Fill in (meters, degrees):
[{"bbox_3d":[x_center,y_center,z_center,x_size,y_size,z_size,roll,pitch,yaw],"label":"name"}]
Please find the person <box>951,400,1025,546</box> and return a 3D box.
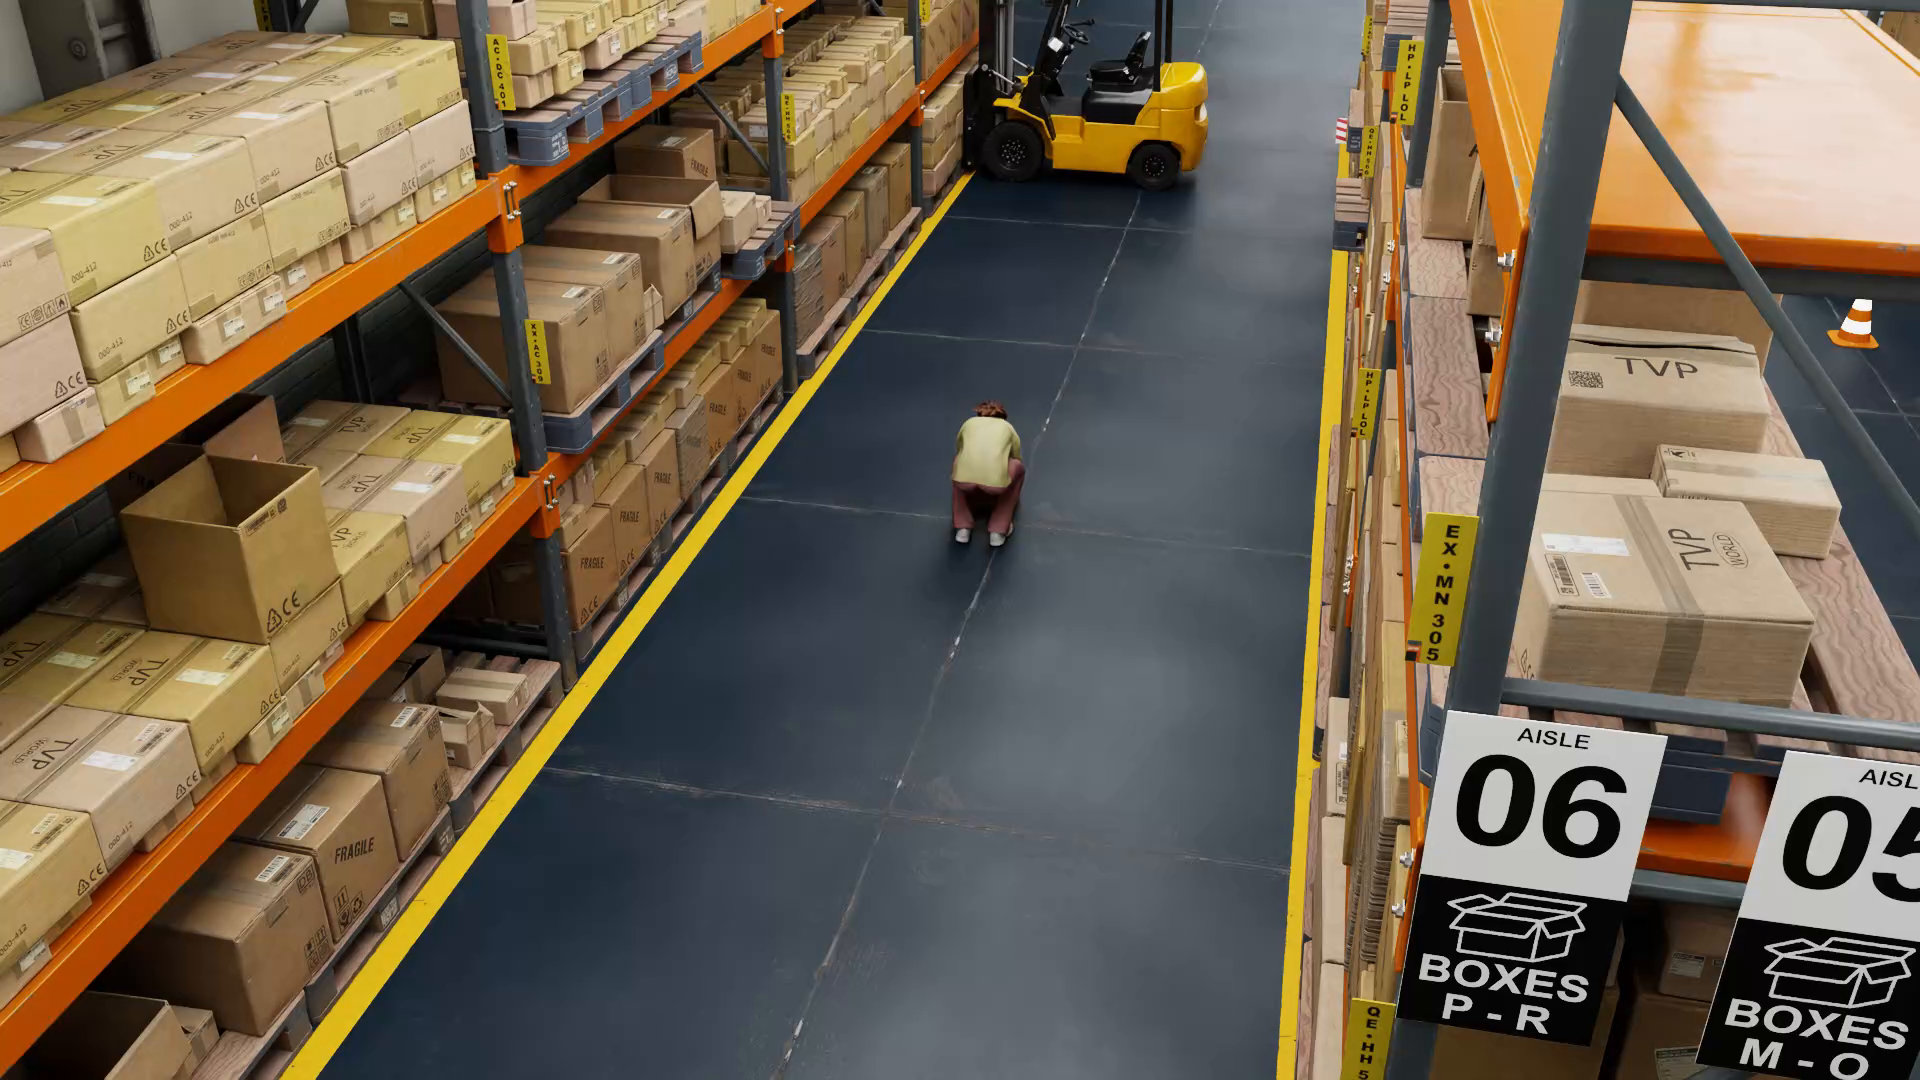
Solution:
[{"bbox_3d":[0.168,-0.426,10.369,0.457,0.756,0.864,5,29,9],"label":"person"}]
